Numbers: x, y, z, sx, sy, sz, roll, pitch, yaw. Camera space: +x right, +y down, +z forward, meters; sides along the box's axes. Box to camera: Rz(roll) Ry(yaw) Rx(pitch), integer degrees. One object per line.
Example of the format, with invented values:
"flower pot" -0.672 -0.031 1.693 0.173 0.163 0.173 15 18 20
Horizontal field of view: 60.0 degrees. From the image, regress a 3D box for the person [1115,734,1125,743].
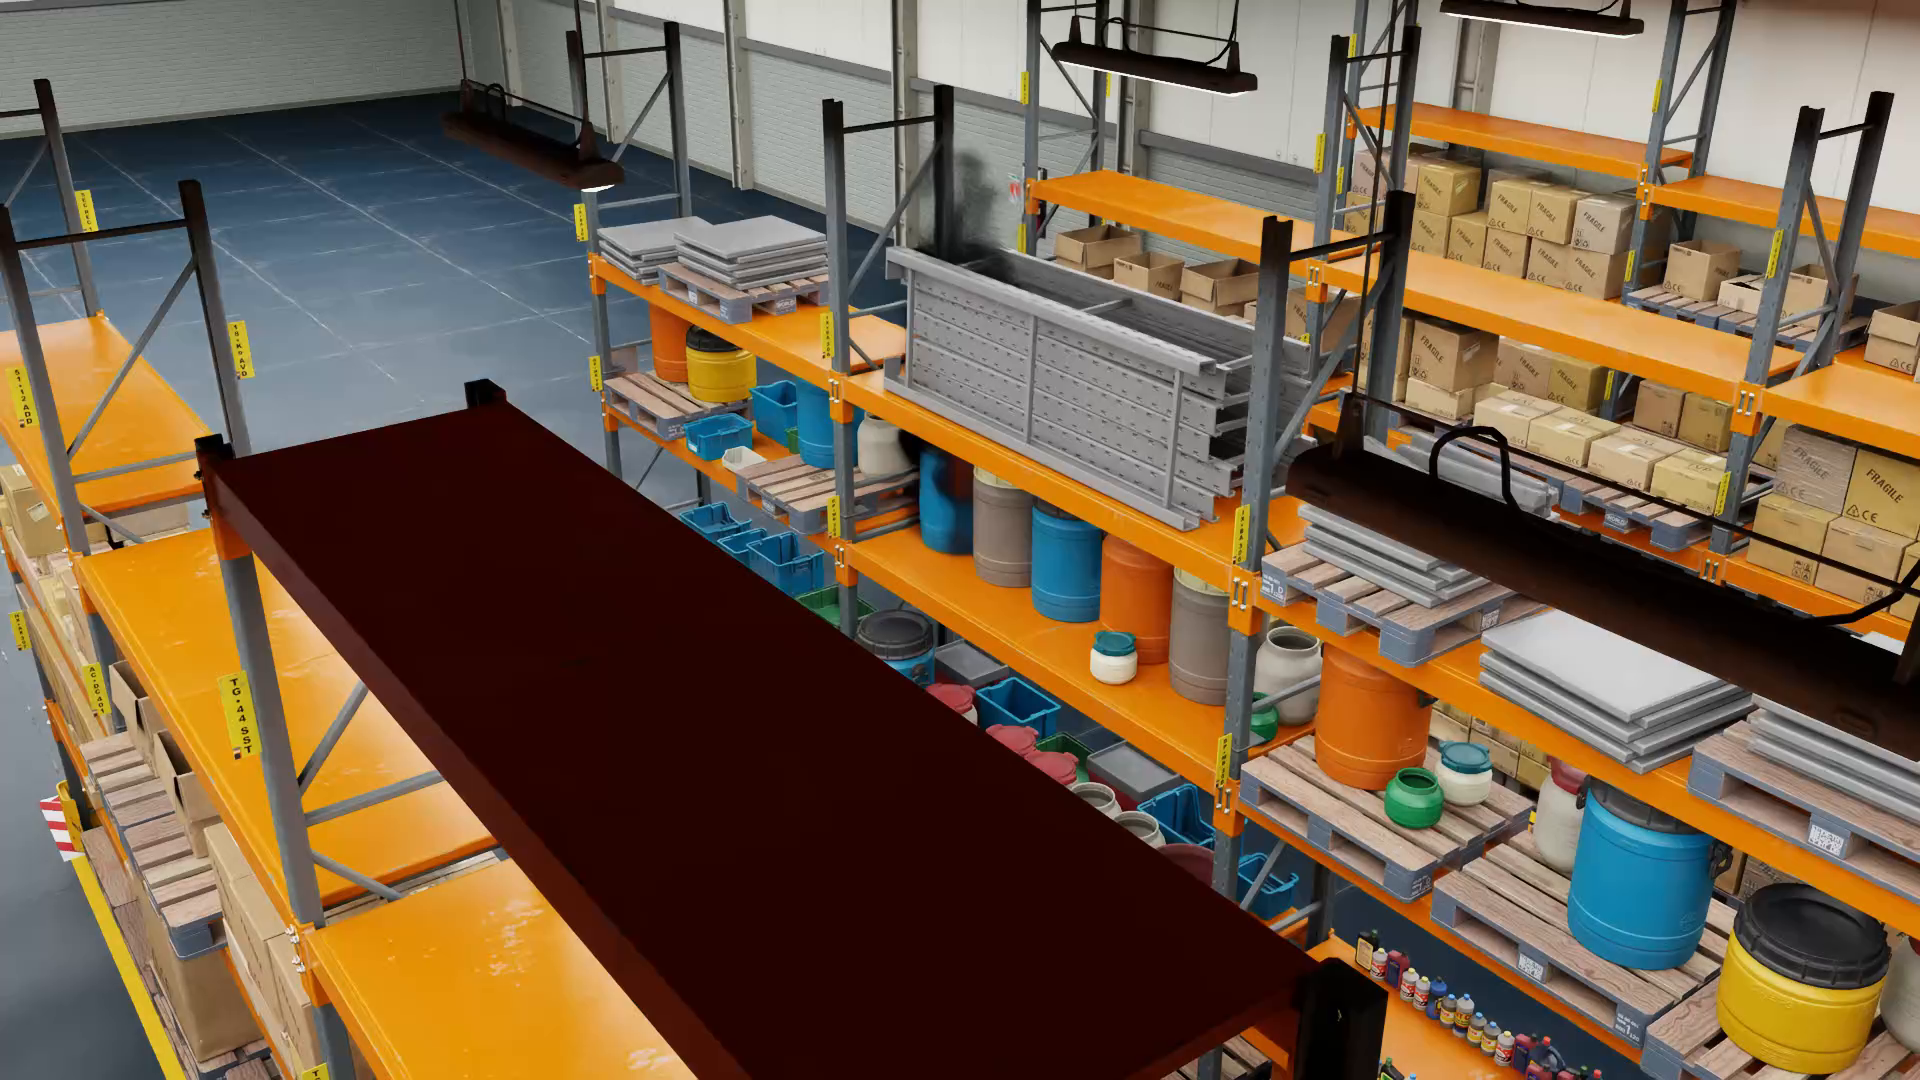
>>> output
"person" 1.526 1.788 13.041 0.628 1.771 0.871 -22 33 -39
